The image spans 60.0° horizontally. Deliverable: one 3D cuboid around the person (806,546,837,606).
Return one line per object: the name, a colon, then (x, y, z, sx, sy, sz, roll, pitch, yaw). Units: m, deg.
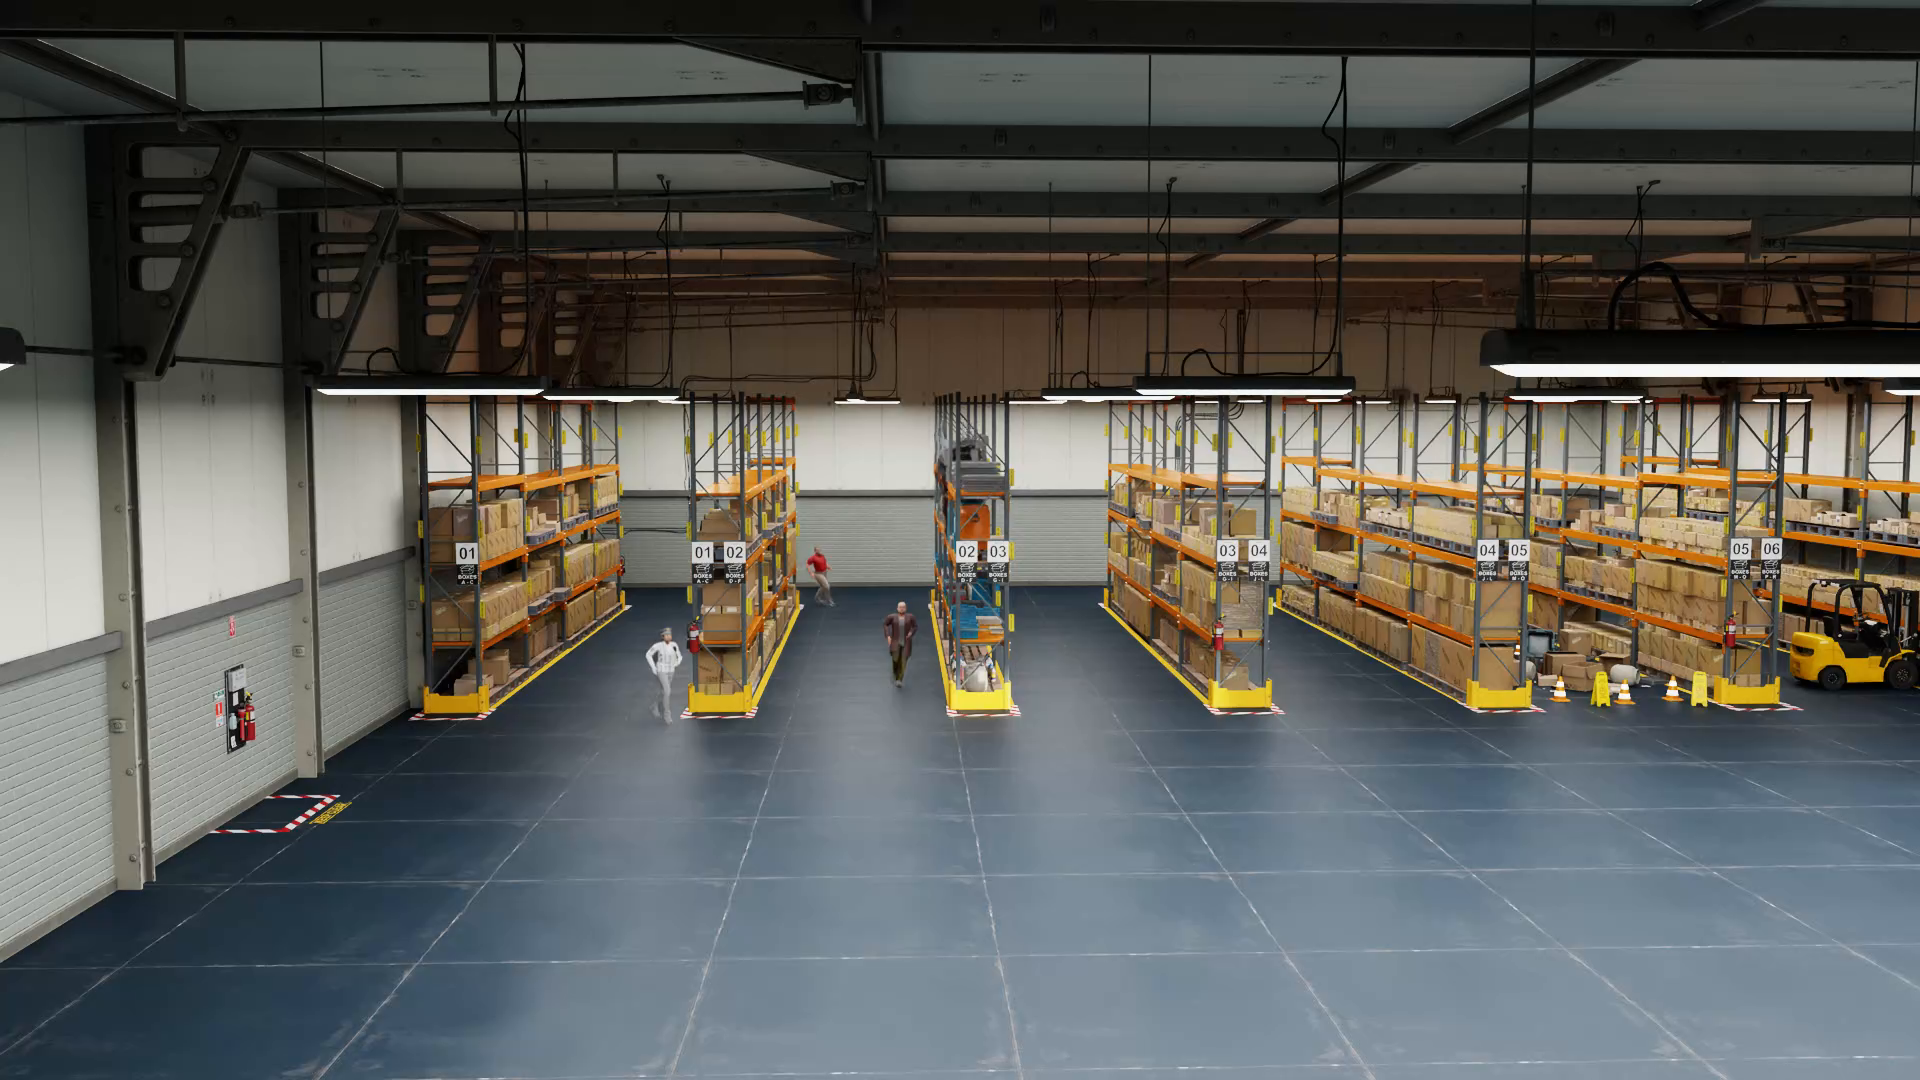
person: (-3.949, 1.057, 47.861, 0.831, 1.721, 0.701, 2, 5, 27)

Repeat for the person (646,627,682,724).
person: (-5.390, 2.444, 30.392, 0.801, 1.739, 0.619, 4, 6, 44)

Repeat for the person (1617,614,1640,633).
person: (16.684, 1.508, 41.463, 0.704, 1.850, 0.797, -1, 5, -7)

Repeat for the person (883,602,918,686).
person: (-1.205, 2.133, 33.983, 0.712, 1.736, 0.651, 0, 5, -6)
